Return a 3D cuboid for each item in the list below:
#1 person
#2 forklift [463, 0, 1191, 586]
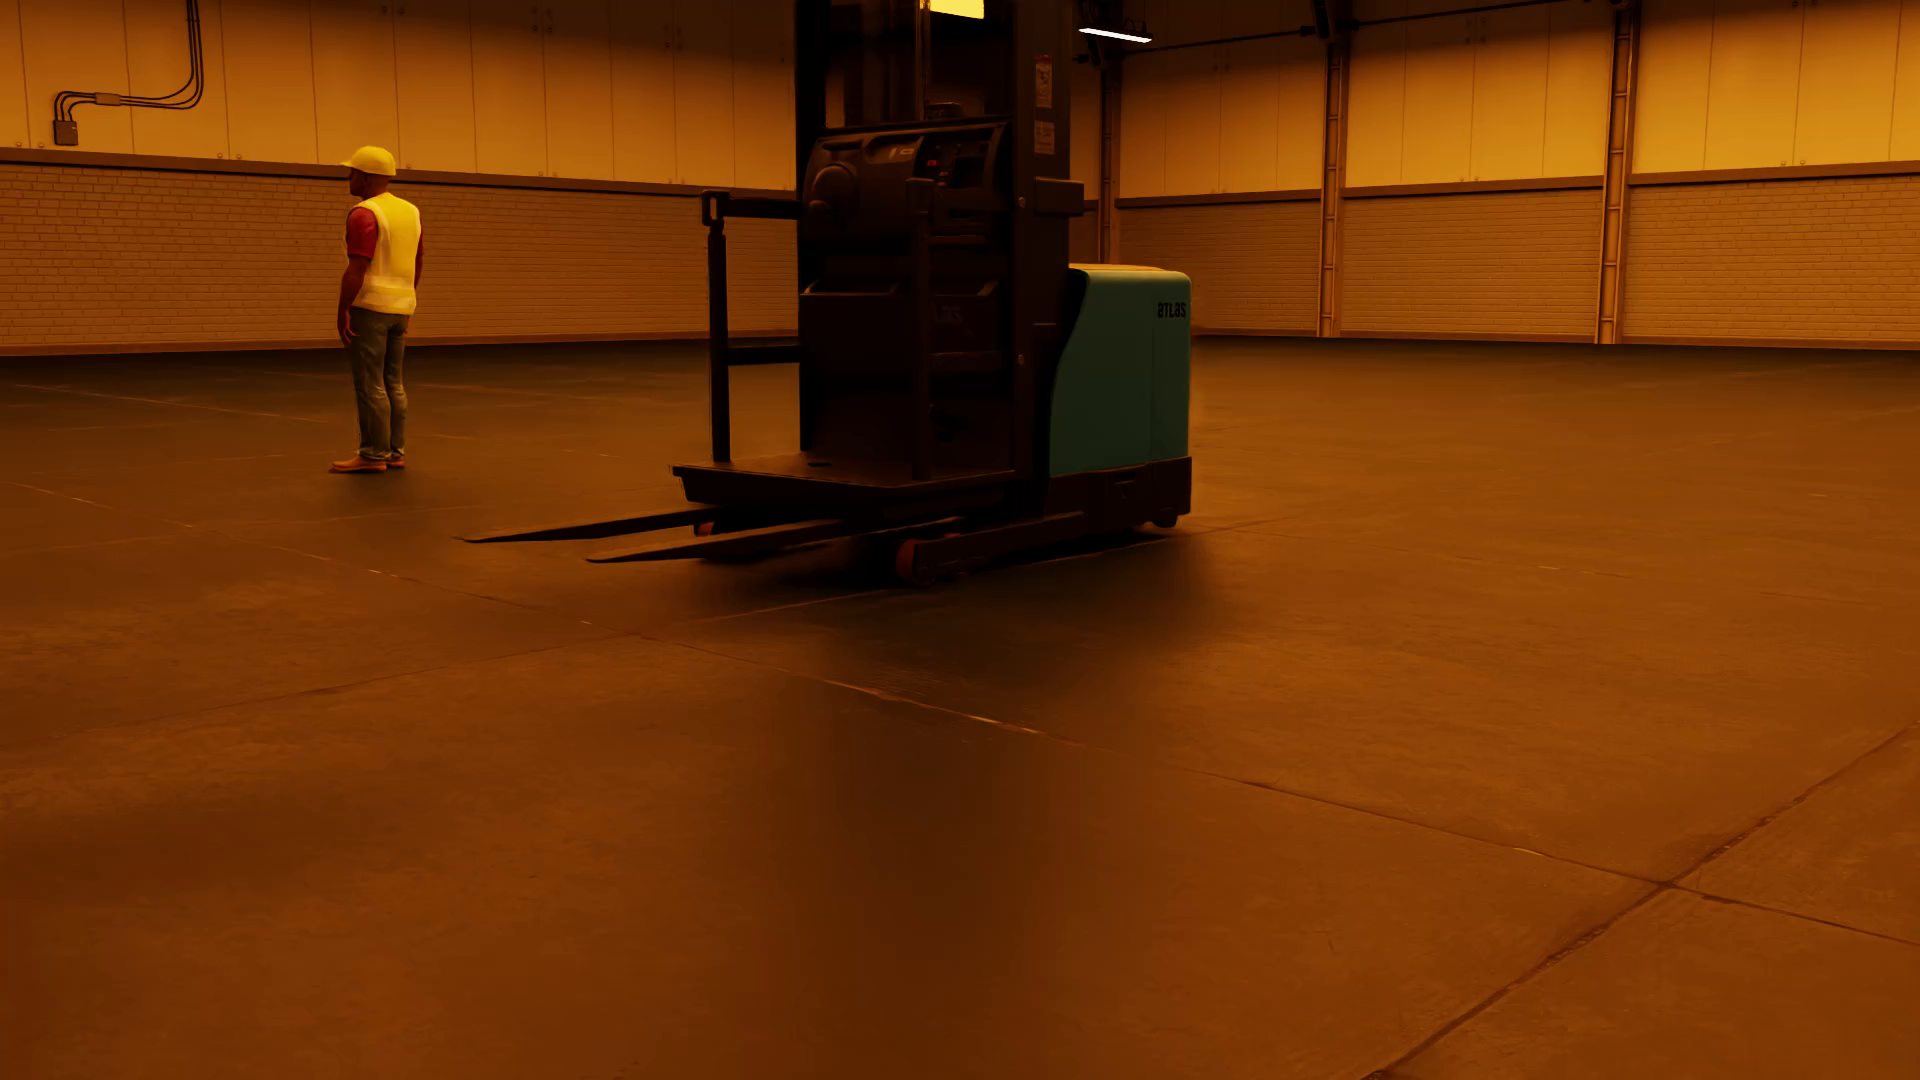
[{"bbox_3d":[-3.269,-1.265,9.183,0.536,1.773,0.663,2,9,14],"label":"person"},{"bbox_3d":[-0.350,-1.374,5.997,1.130,2.935,3.031,7,11,39],"label":"forklift"}]
